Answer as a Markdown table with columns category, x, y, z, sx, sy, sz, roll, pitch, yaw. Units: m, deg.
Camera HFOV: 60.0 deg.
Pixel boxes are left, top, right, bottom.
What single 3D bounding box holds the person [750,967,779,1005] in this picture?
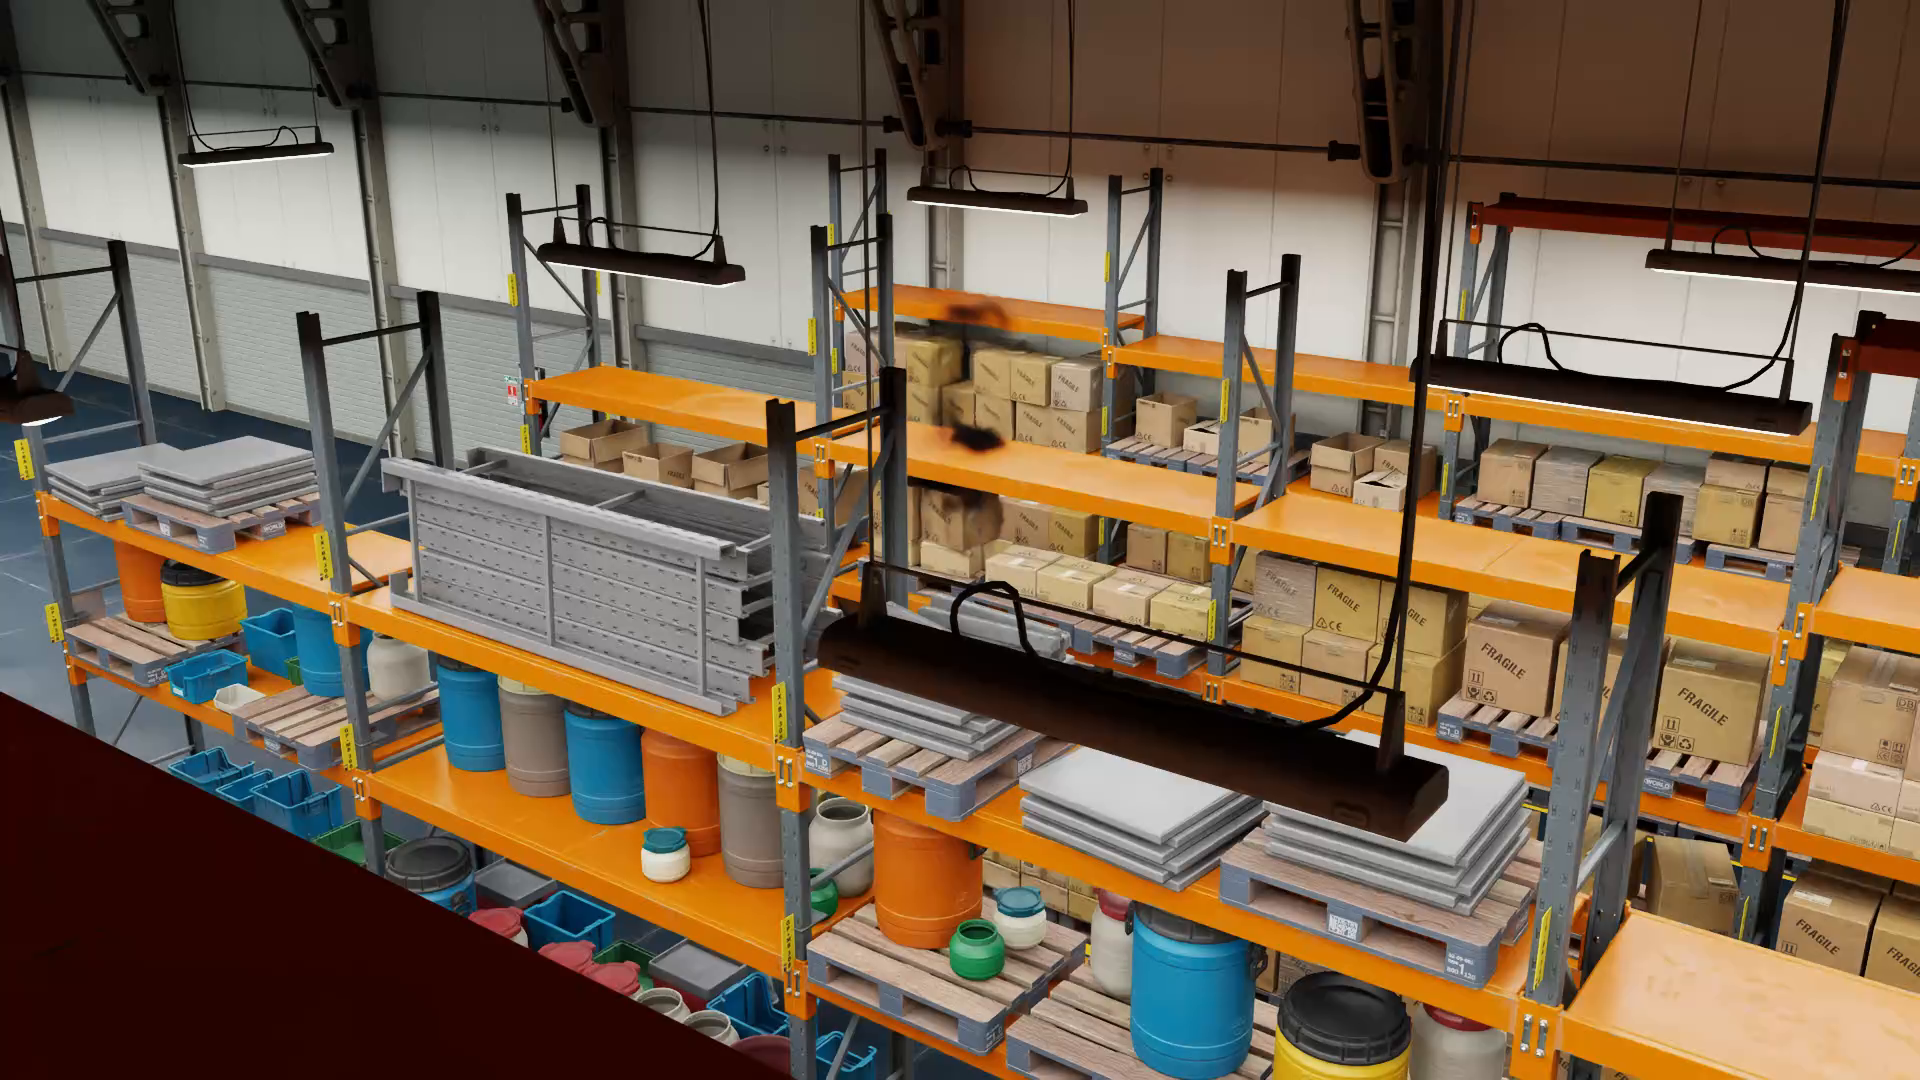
| category | x | y | z | sx | sy | sz | roll | pitch | yaw |
| --- | --- | --- | --- | --- | --- | --- | --- | --- | --- |
| person | -1.615 | 3.039 | 13.453 | 0.586 | 1.667 | 0.609 | 12 | 22 | 32 |
